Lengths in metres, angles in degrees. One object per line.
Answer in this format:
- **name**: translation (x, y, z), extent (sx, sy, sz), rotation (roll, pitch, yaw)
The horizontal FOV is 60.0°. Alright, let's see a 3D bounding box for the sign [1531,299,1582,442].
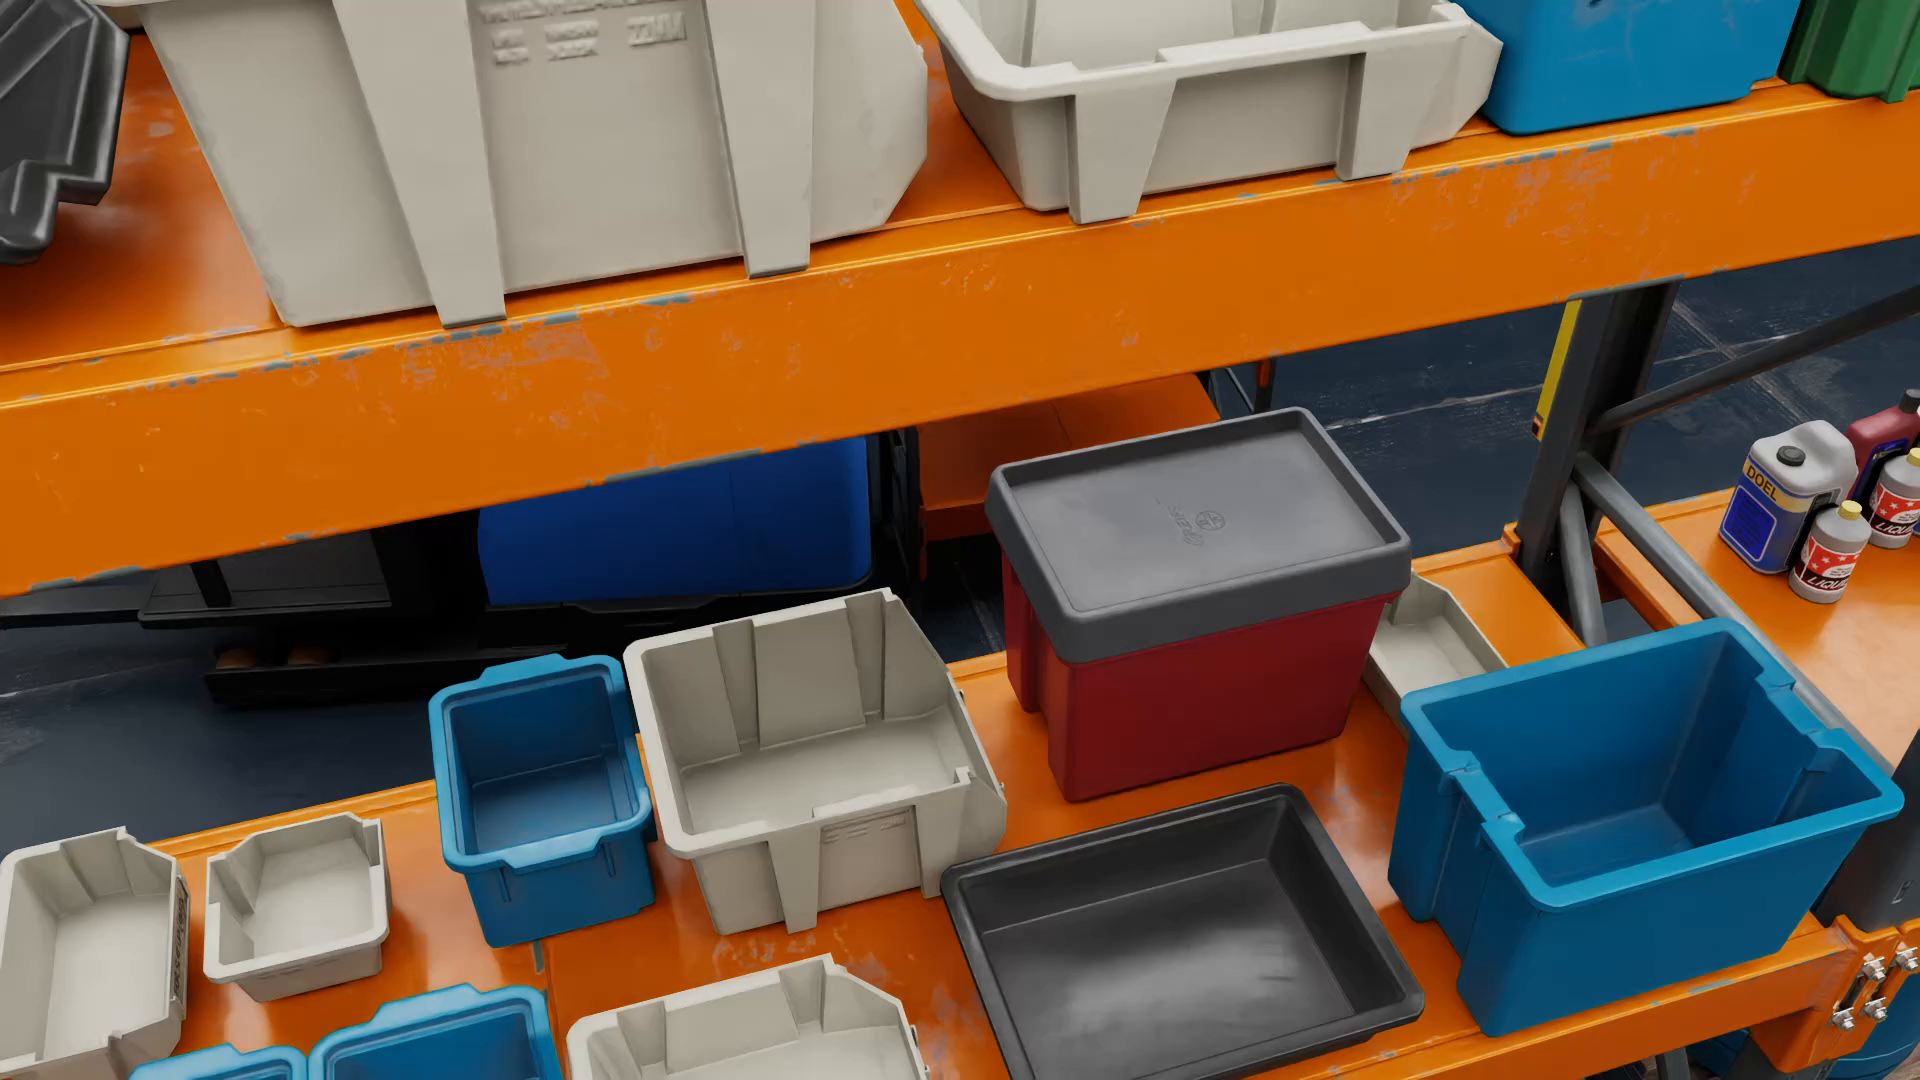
- **sign**: translation (1.132, -0.304, 3.108), extent (0.005, 0.325, 0.100), rotation (-12, 42, -13)

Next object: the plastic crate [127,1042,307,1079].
- **plastic crate**: translation (-0.929, 0.874, 2.051), extent (0.300, 0.233, 0.416), rotation (-12, 42, -13)

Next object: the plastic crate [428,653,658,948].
- **plastic crate**: translation (-0.638, 0.410, 2.583), extent (0.300, 0.233, 0.416), rotation (-12, 42, -13)

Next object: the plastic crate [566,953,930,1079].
- **plastic crate**: translation (-0.275, 0.755, 2.261), extent (0.466, 0.136, 0.293), rotation (-12, 42, -13)

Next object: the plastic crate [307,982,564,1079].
- **plastic crate**: translation (-0.643, 0.815, 2.119), extent (0.300, 0.233, 0.416), rotation (-12, 42, -13)

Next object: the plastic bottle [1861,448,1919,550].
- **plastic bottle**: translation (1.823, -0.089, 3.223), extent (0.097, 0.201, 0.097), rotation (0, 41, 0)

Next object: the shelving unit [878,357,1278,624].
- **shelving unit**: translation (0.315, -0.407, 4.861), extent (1.048, 1.125, 0.538), rotation (-8, 42, -10)

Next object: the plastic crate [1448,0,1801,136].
- **plastic crate**: translation (0.523, -0.541, 1.436), extent (0.300, 0.233, 0.416), rotation (-12, 42, -13)

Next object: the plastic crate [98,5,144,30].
- **plastic crate**: translation (-0.623, -0.658, 1.644), extent (0.530, 0.136, 0.437), rotation (-12, 42, -13)

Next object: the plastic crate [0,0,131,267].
- **plastic crate**: translation (-0.980, -0.300, 1.080), extent (0.767, 0.338, 0.504), rotation (-12, 42, -13)

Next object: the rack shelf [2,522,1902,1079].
- **rack shelf**: translation (-0.612, 0.812, 2.588), extent (4.000, 0.370, 1.077), rotation (-12, 42, -13)

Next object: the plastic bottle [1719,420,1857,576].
- **plastic bottle**: translation (1.575, -0.088, 3.166), extent (0.135, 0.276, 0.152), rotation (-12, 42, -13)

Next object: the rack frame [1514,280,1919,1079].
- **rack frame**: translation (1.296, 0.146, 2.803), extent (0.127, 3.000, 1.000), rotation (-12, 42, -13)

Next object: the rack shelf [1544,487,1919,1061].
- **rack shelf**: translation (3.203, 0.021, 3.493), extent (4.000, 0.370, 1.077), rotation (-12, 42, -13)

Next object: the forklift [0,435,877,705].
- **forklift**: translation (-1.782, -1.000, 4.167), extent (3.031, 2.935, 1.130), rotation (-3, 41, -4)

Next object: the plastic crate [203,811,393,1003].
- **plastic crate**: translation (-0.980, 0.549, 2.496), extent (0.250, 0.136, 0.298), rotation (-12, 42, -13)

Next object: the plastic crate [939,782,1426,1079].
- **plastic crate**: translation (0.309, 0.616, 2.428), extent (0.590, 0.125, 0.437), rotation (-12, 42, -13)

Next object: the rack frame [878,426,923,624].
- **rack frame**: translation (-0.181, -0.333, 4.777), extent (0.032, 1.125, 0.500), rotation (-8, 42, -10)

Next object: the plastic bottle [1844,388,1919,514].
- **plastic bottle**: translation (1.782, -0.166, 3.248), extent (0.133, 0.283, 0.061), rotation (-12, 42, -13)

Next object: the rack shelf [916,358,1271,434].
- **rack shelf**: translation (0.315, -0.628, 4.669), extent (1.000, 0.278, 0.538), rotation (-8, 42, -10)

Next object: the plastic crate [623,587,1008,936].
- **plastic crate**: translation (-0.216, 0.354, 2.610), extent (0.530, 0.282, 0.437), rotation (-12, 42, -13)

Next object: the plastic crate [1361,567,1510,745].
- **plastic crate**: translation (0.809, 0.225, 2.868), extent (0.243, 0.136, 0.396), rotation (-12, 42, -13)

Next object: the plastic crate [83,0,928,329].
- **plastic crate**: translation (-0.313, -0.393, 1.230), extent (0.530, 0.282, 0.437), rotation (-12, 42, -13)

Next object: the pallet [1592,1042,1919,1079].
- **pallet**: translation (2.044, 1.069, 3.866), extent (1.213, 0.211, 1.003), rotation (-12, 42, -13)

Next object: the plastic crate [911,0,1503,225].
- **plastic crate**: translation (0.197, -0.395, 1.342), extent (0.466, 0.136, 0.293), rotation (-12, 42, -13)

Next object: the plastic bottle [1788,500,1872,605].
- **plastic bottle**: translation (1.630, 0.014, 3.105), extent (0.097, 0.201, 0.097), rotation (0, 41, 0)

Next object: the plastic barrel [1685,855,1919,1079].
- **plastic barrel**: translation (1.820, 0.681, 3.467), extent (0.708, 0.901, 0.600), rotation (-12, 42, -13)

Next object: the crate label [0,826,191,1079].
- **crate label**: translation (-1.257, 0.619, 2.416), extent (0.243, 0.136, 0.396), rotation (-12, 42, -13)

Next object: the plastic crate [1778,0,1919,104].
- **plastic crate**: translation (0.983, -0.631, 1.573), extent (0.662, 0.188, 0.450), rotation (-12, 42, -13)

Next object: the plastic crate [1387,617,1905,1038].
- **plastic crate**: translation (0.953, 0.435, 2.438), extent (0.575, 0.384, 0.392), rotation (-12, 42, -13)

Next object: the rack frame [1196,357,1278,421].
- **rack frame**: translation (0.811, -0.481, 4.946), extent (0.032, 1.125, 0.500), rotation (-8, 42, -10)

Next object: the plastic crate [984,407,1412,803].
- **plastic crate**: translation (0.369, 0.118, 2.741), extent (0.583, 0.464, 0.402), rotation (-12, 42, -13)

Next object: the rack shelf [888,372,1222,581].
- **rack shelf**: translation (0.315, -0.223, 5.022), extent (1.000, 0.278, 0.538), rotation (-8, 42, -10)

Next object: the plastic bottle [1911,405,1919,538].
- **plastic bottle**: translation (1.923, -0.161, 3.248), extent (0.135, 0.276, 0.152), rotation (-12, 42, -13)

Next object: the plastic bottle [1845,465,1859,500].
- **plastic bottle**: translation (1.677, -0.100, 3.236), extent (0.097, 0.201, 0.097), rotation (0, 41, 0)
